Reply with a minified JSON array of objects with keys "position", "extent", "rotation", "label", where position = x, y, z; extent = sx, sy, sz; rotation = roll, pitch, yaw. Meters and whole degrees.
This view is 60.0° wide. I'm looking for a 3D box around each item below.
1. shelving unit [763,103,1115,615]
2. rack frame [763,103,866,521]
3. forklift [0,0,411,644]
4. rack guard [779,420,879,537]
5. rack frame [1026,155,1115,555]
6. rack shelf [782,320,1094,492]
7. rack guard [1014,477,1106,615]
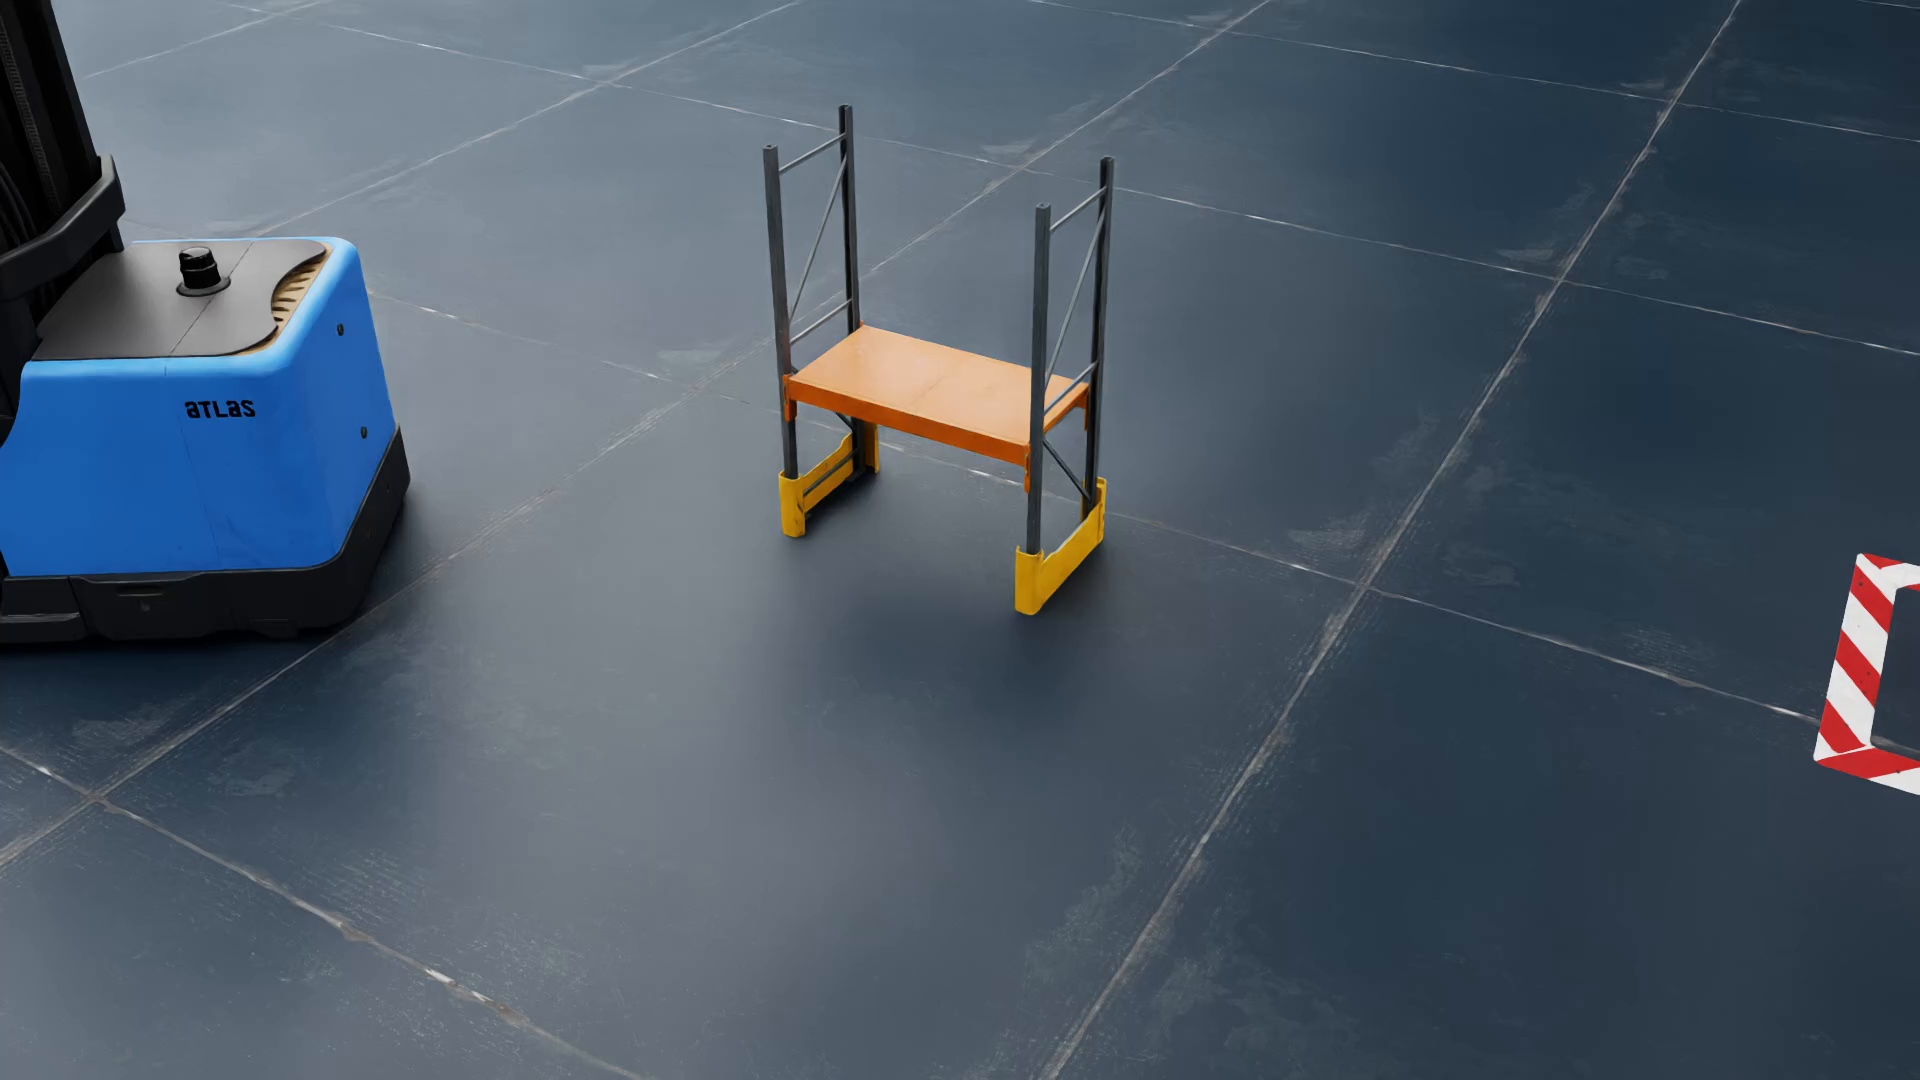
[{"position":[-0.066,-0.645,5.866],"extent":[1.083,1.500,0.587],"rotation":[18,37,24],"label":"shelving unit"},{"position":[-0.515,-0.788,6.079],"extent":[0.032,1.500,0.500],"rotation":[18,37,24],"label":"rack frame"},{"position":[-3.625,-1.109,5.270],"extent":[3.031,2.935,1.130],"rotation":[-2,34,-3],"label":"forklift"},{"position":[-0.499,-0.262,6.418],"extent":[0.087,0.250,0.587],"rotation":[18,37,24],"label":"rack guard"},{"position":[0.367,-0.508,5.660],"extent":[0.032,1.500,0.500],"rotation":[18,37,24],"label":"rack frame"},{"position":[-0.074,-0.498,5.969],"extent":[1.000,0.185,0.538],"rotation":[18,37,24],"label":"rack shelf"},{"position":[0.366,0.012,6.007],"extent":[0.087,0.250,0.587],"rotation":[18,37,24],"label":"rack guard"}]
